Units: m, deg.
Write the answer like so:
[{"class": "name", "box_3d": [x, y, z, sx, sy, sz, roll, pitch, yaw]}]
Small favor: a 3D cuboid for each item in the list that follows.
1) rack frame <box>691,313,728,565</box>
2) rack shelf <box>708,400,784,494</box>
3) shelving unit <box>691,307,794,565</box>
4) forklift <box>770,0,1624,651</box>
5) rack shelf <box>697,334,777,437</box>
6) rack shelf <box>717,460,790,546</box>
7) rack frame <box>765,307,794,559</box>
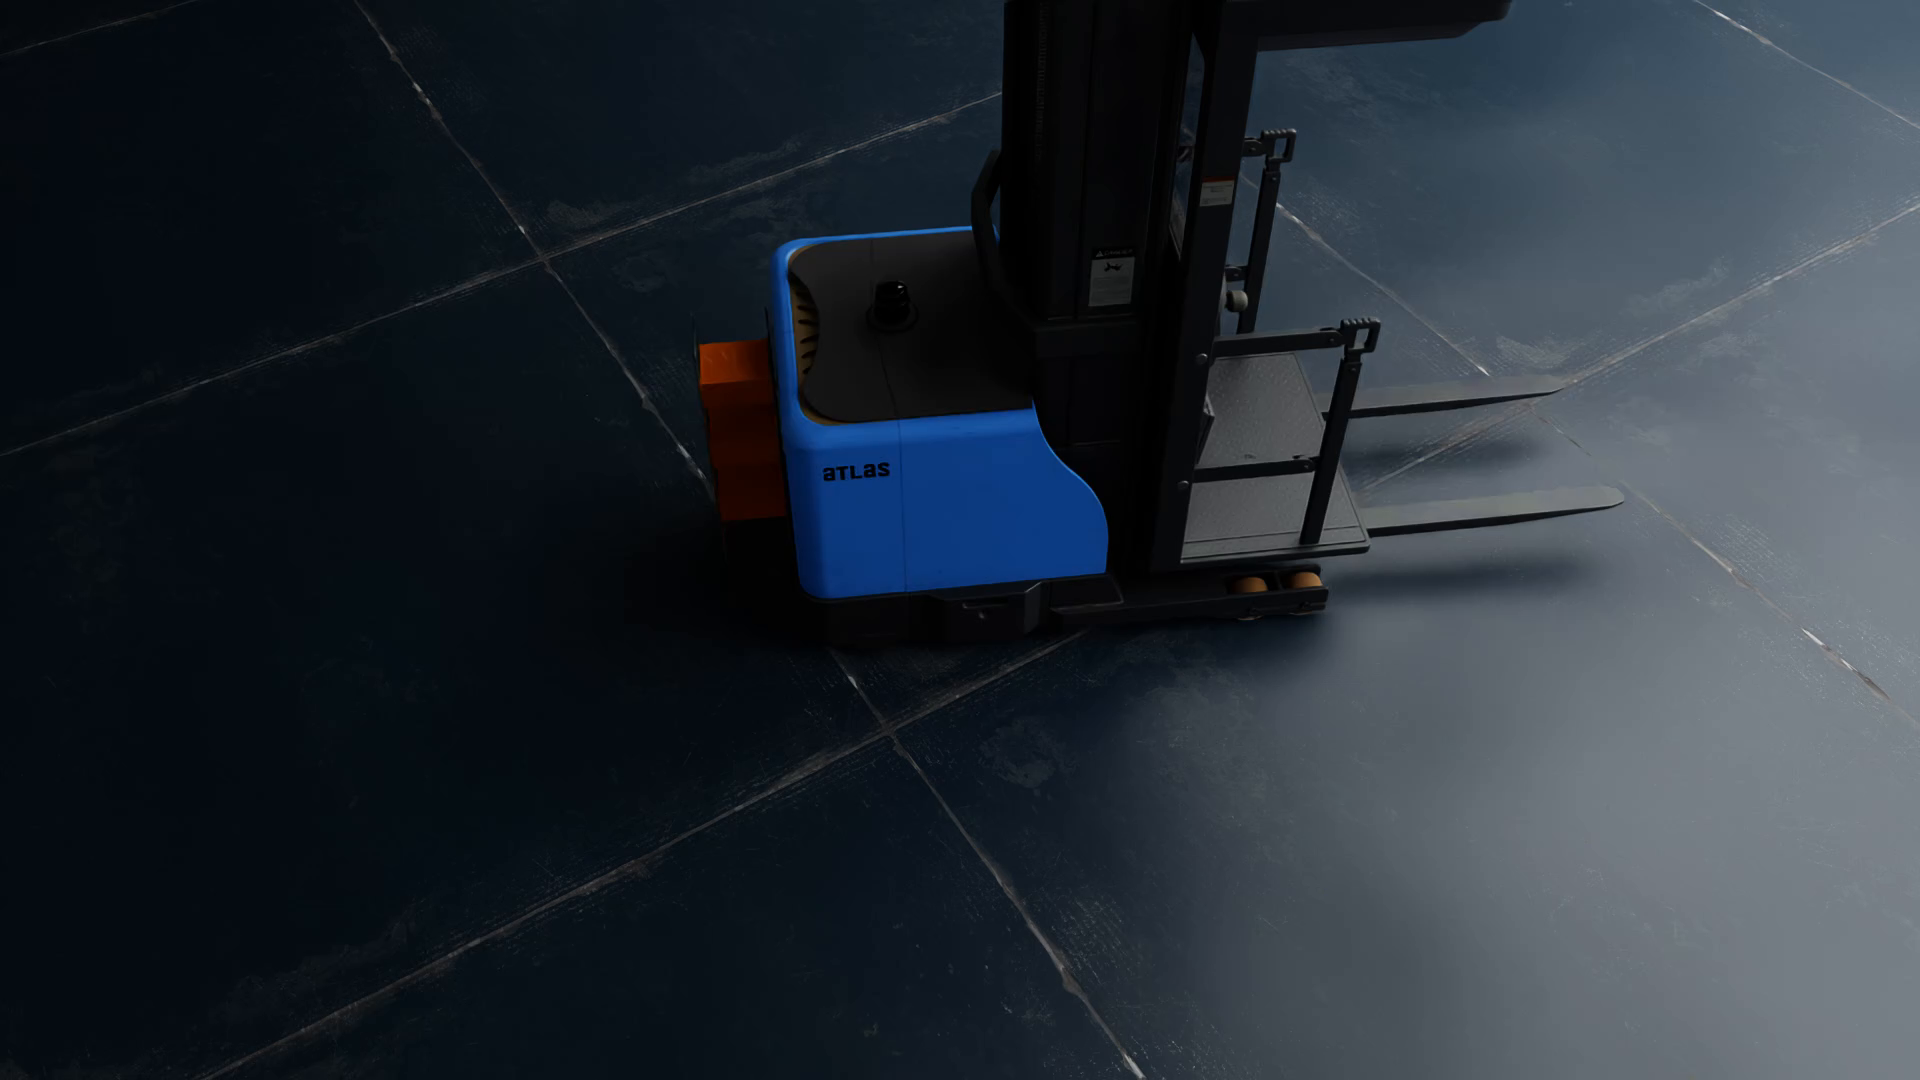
[{"class": "rack frame", "box_3d": [-0.876, -0.331, 5.841, 0.008, 1.050, 0.200, -5, 49, -5]}, {"class": "rack shelf", "box_3d": [-0.755, -0.335, 5.859, 0.240, 0.259, 0.215, -5, 49, -5]}, {"class": "shelving unit", "box_3d": [-0.755, -0.342, 5.852, 0.252, 1.050, 0.215, -5, 49, -5]}, {"class": "forklift", "box_3d": [0.887, -1.075, 5.244, 3.031, 2.935, 1.130, -5, 49, -5]}, {"class": "rack shelf", "box_3d": [-0.755, -0.524, 5.648, 0.240, 0.259, 0.215, -5, 49, -5]}, {"class": "rack shelf", "box_3d": [-0.755, -0.150, 6.067, 0.240, 0.259, 0.215, -5, 49, -5]}, {"class": "rack frame", "box_3d": [-0.634, -0.353, 5.862, 0.008, 1.050, 0.200, -5, 49, -5]}]
